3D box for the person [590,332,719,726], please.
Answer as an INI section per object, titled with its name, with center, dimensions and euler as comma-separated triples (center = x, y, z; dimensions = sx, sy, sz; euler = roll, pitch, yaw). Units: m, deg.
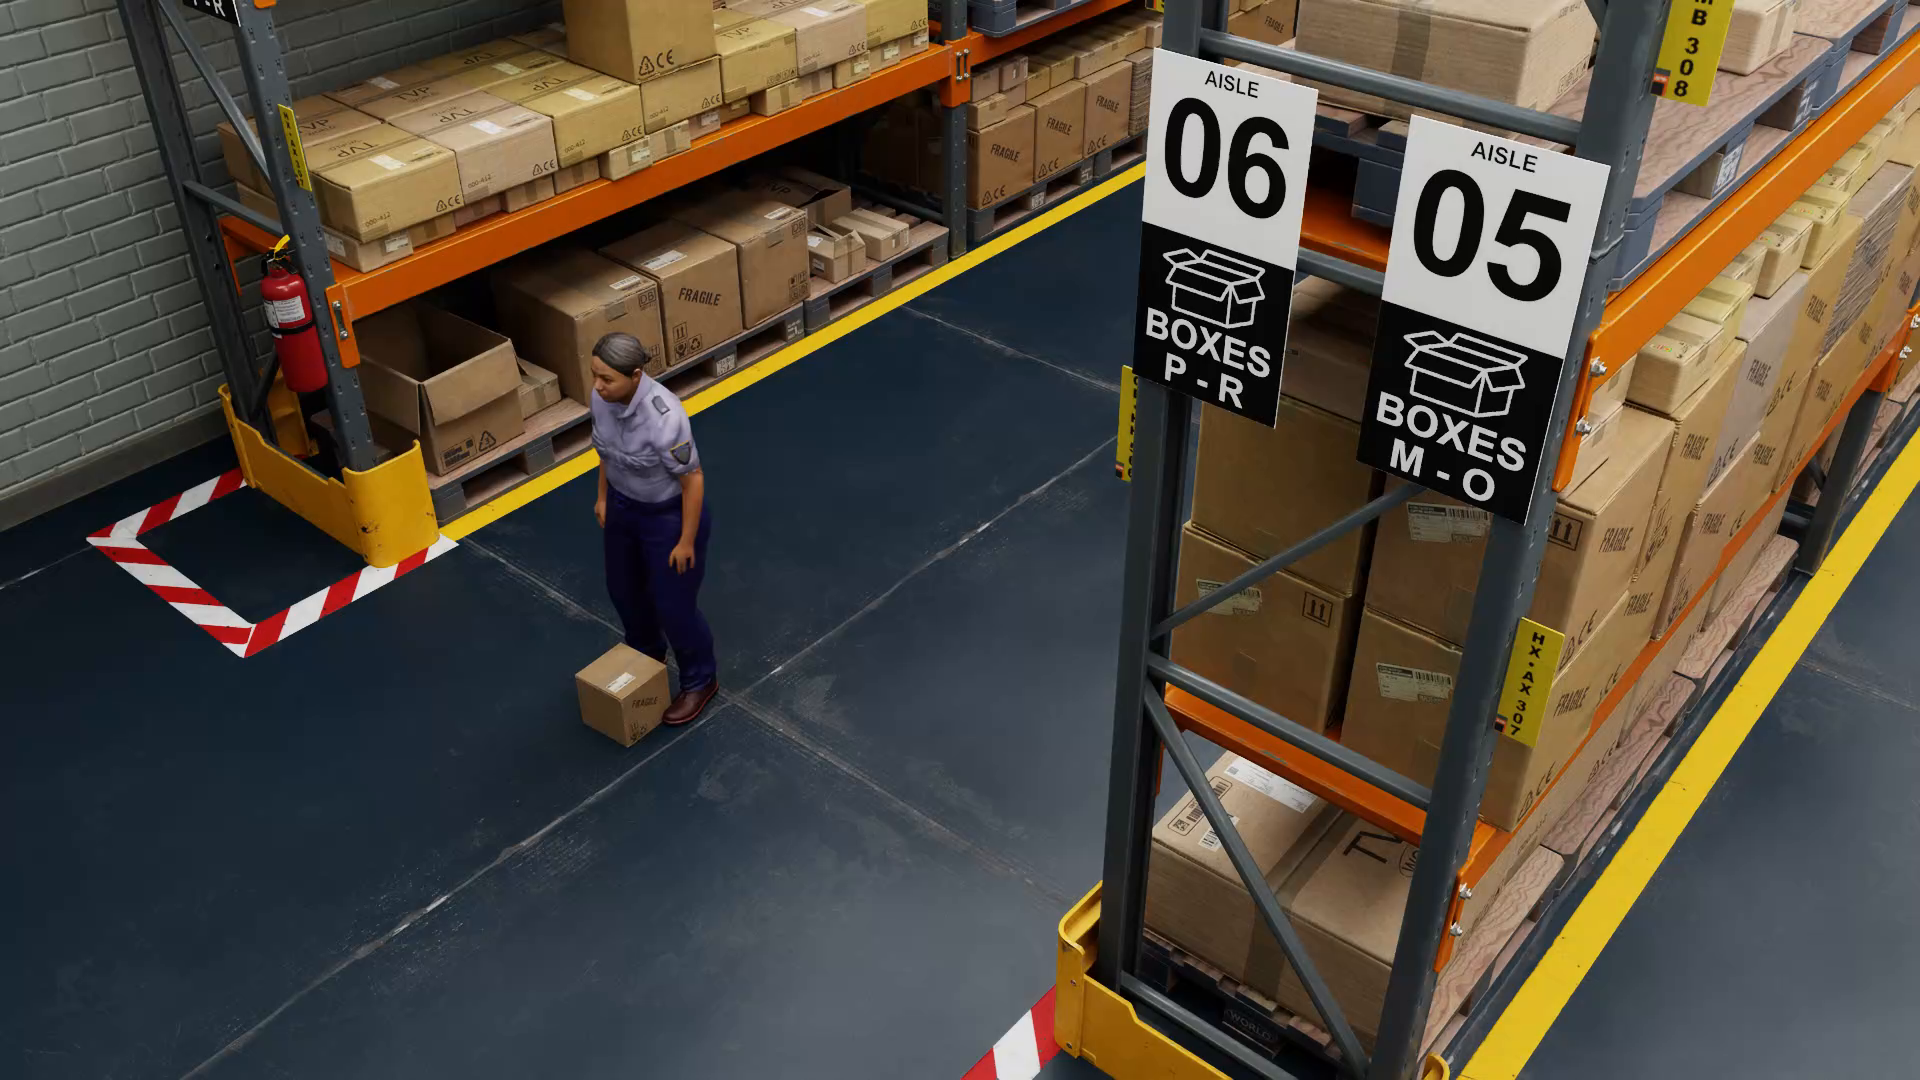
[person]
center = -1.166, -0.075, 6.257
dimensions = 0.541, 1.652, 0.368
euler = 26, 43, 32
